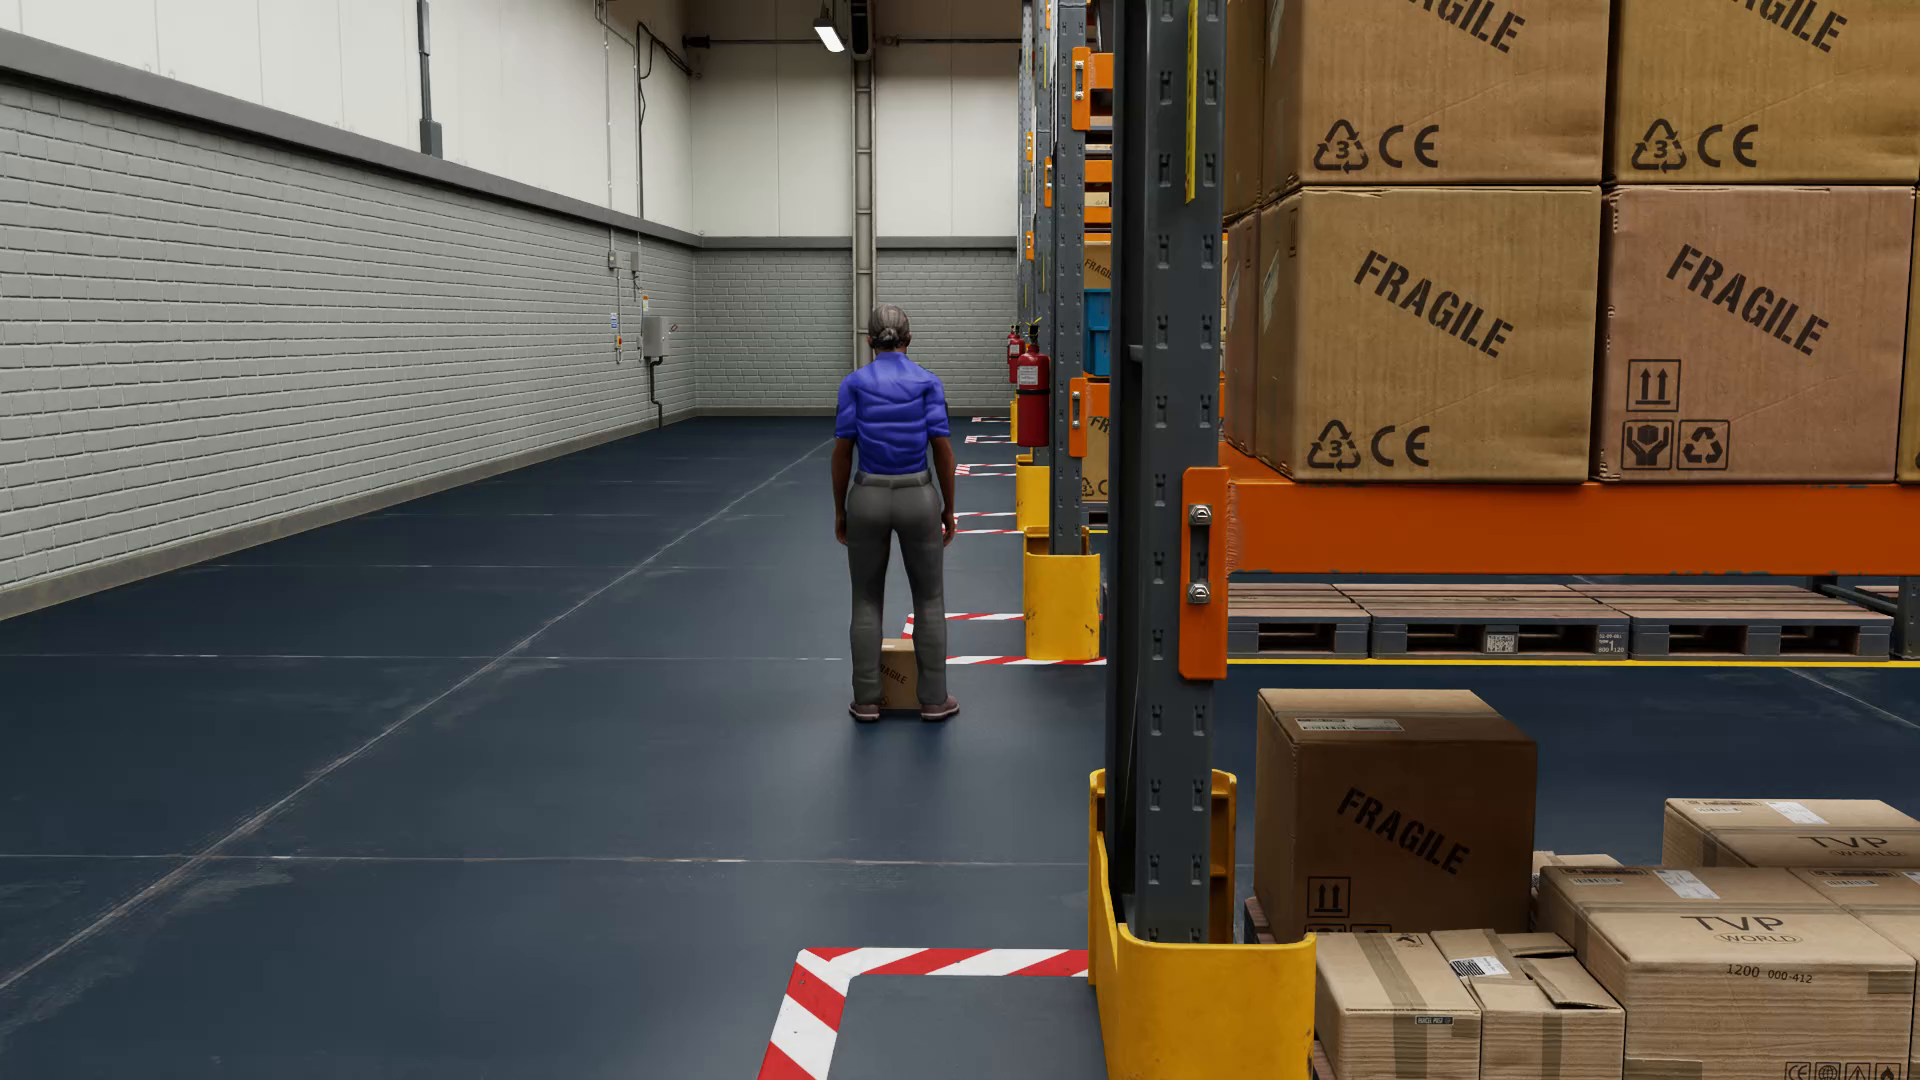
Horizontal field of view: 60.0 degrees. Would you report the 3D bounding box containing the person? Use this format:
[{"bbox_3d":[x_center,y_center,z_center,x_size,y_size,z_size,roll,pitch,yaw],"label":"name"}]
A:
[{"bbox_3d":[-0.257,-0.106,6.626,0.503,1.654,0.348,0,7,1],"label":"person"}]
